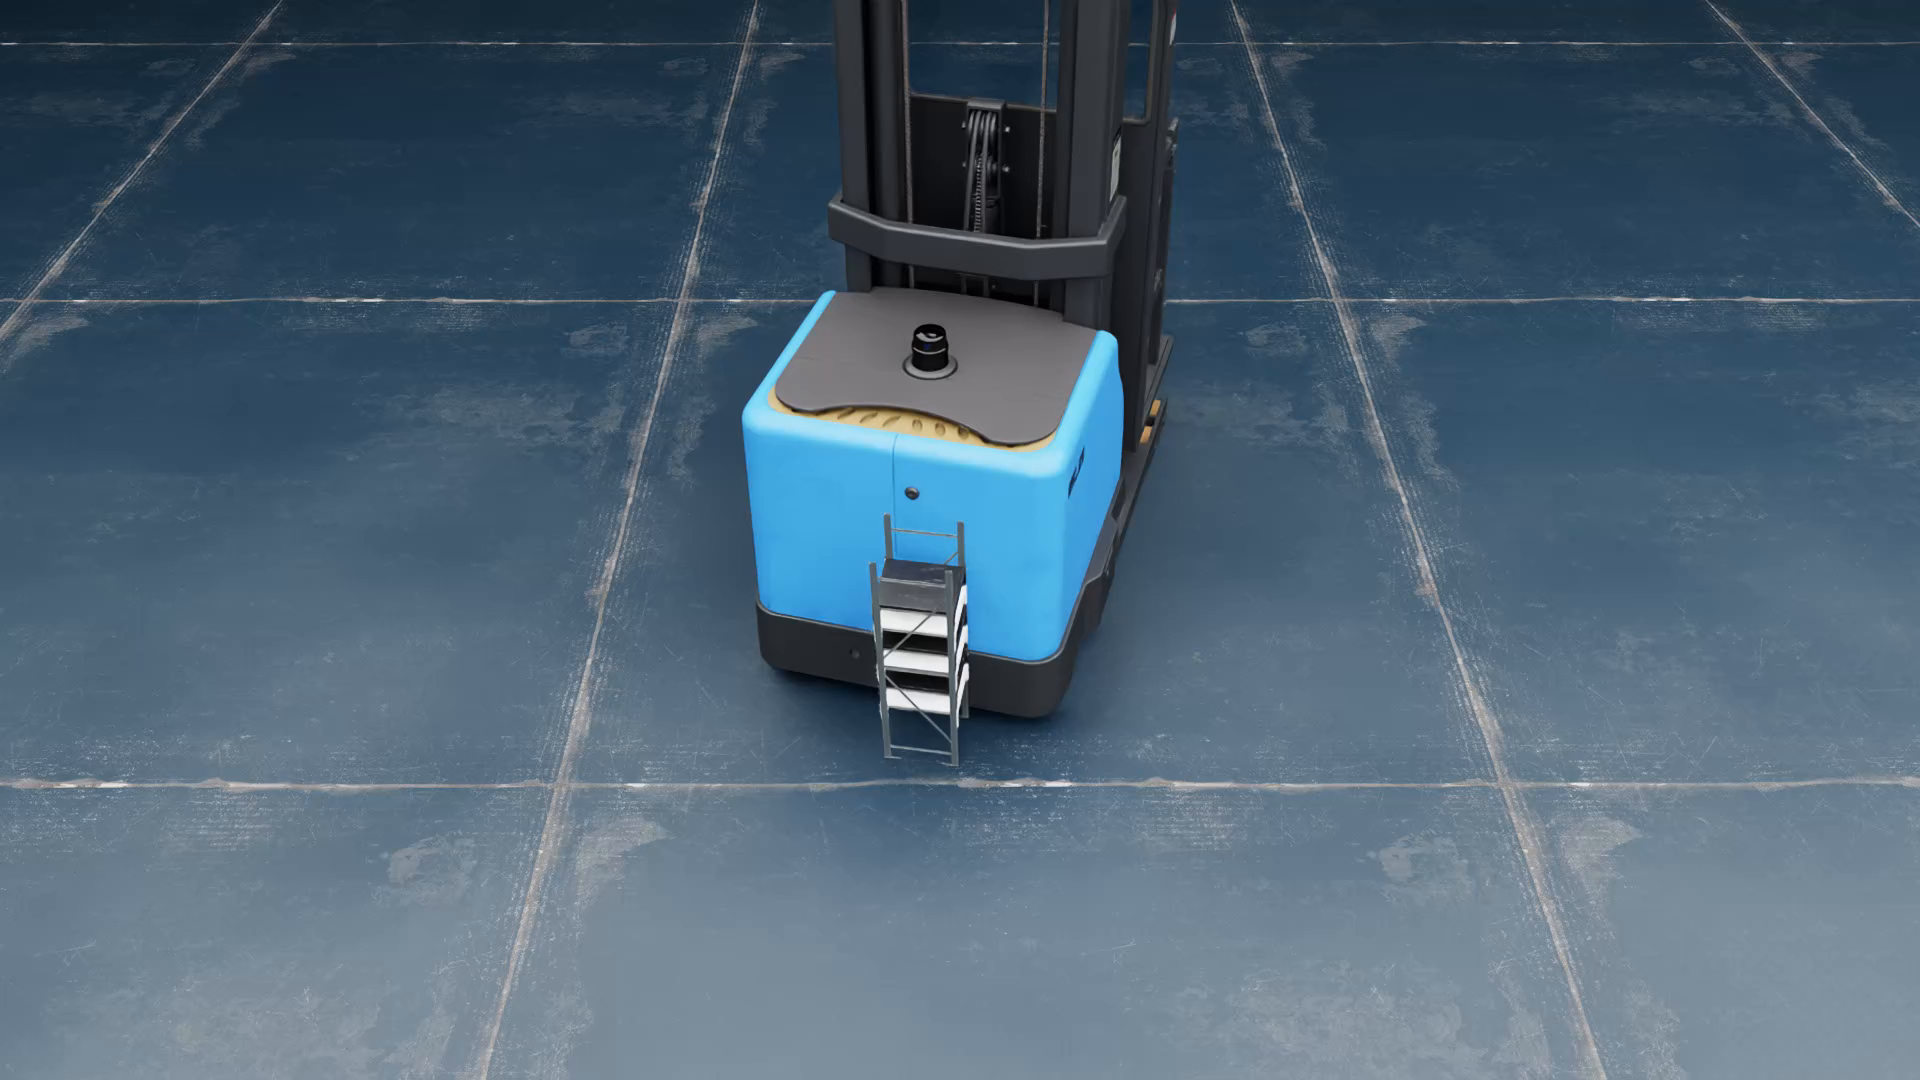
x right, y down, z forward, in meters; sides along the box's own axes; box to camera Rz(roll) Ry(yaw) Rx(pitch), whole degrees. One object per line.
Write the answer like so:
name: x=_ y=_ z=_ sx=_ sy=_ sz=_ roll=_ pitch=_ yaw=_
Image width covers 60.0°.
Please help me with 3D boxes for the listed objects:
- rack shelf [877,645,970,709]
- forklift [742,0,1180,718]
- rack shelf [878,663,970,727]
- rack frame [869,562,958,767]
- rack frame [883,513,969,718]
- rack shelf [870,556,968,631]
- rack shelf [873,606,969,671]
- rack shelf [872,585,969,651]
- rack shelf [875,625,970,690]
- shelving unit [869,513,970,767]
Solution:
rack shelf: x=-0.113 y=0.413 z=5.197 sx=0.258 sy=0.077 sz=0.200 roll=6 pitch=45 yaw=8
forklift: x=0.214 y=-1.493 z=5.770 sx=1.130 sy=2.935 sz=3.031 roll=10 pitch=40 yaw=12
rack shelf: x=-0.111 y=0.476 z=5.260 sx=0.258 sy=0.077 sz=0.200 roll=6 pitch=45 yaw=8
rack frame: x=-0.132 y=0.396 z=5.039 sx=0.240 sy=0.900 sz=0.006 roll=6 pitch=45 yaw=8
rack frame: x=-0.098 y=0.254 z=5.180 sx=0.240 sy=0.900 sz=0.006 roll=6 pitch=45 yaw=8
rack shelf: x=-0.120 y=0.158 z=4.942 sx=0.258 sy=0.077 sz=0.200 roll=6 pitch=45 yaw=8
rack shelf: x=-0.116 y=0.285 z=5.070 sx=0.258 sy=0.077 sz=0.200 roll=6 pitch=45 yaw=8
rack shelf: x=-0.118 y=0.221 z=5.006 sx=0.258 sy=0.077 sz=0.200 roll=6 pitch=45 yaw=8
rack shelf: x=-0.115 y=0.349 z=5.133 sx=0.258 sy=0.077 sz=0.200 roll=6 pitch=45 yaw=8
shelving unit: x=-0.115 y=0.325 z=5.110 sx=0.258 sy=0.900 sz=0.210 roll=6 pitch=45 yaw=8
